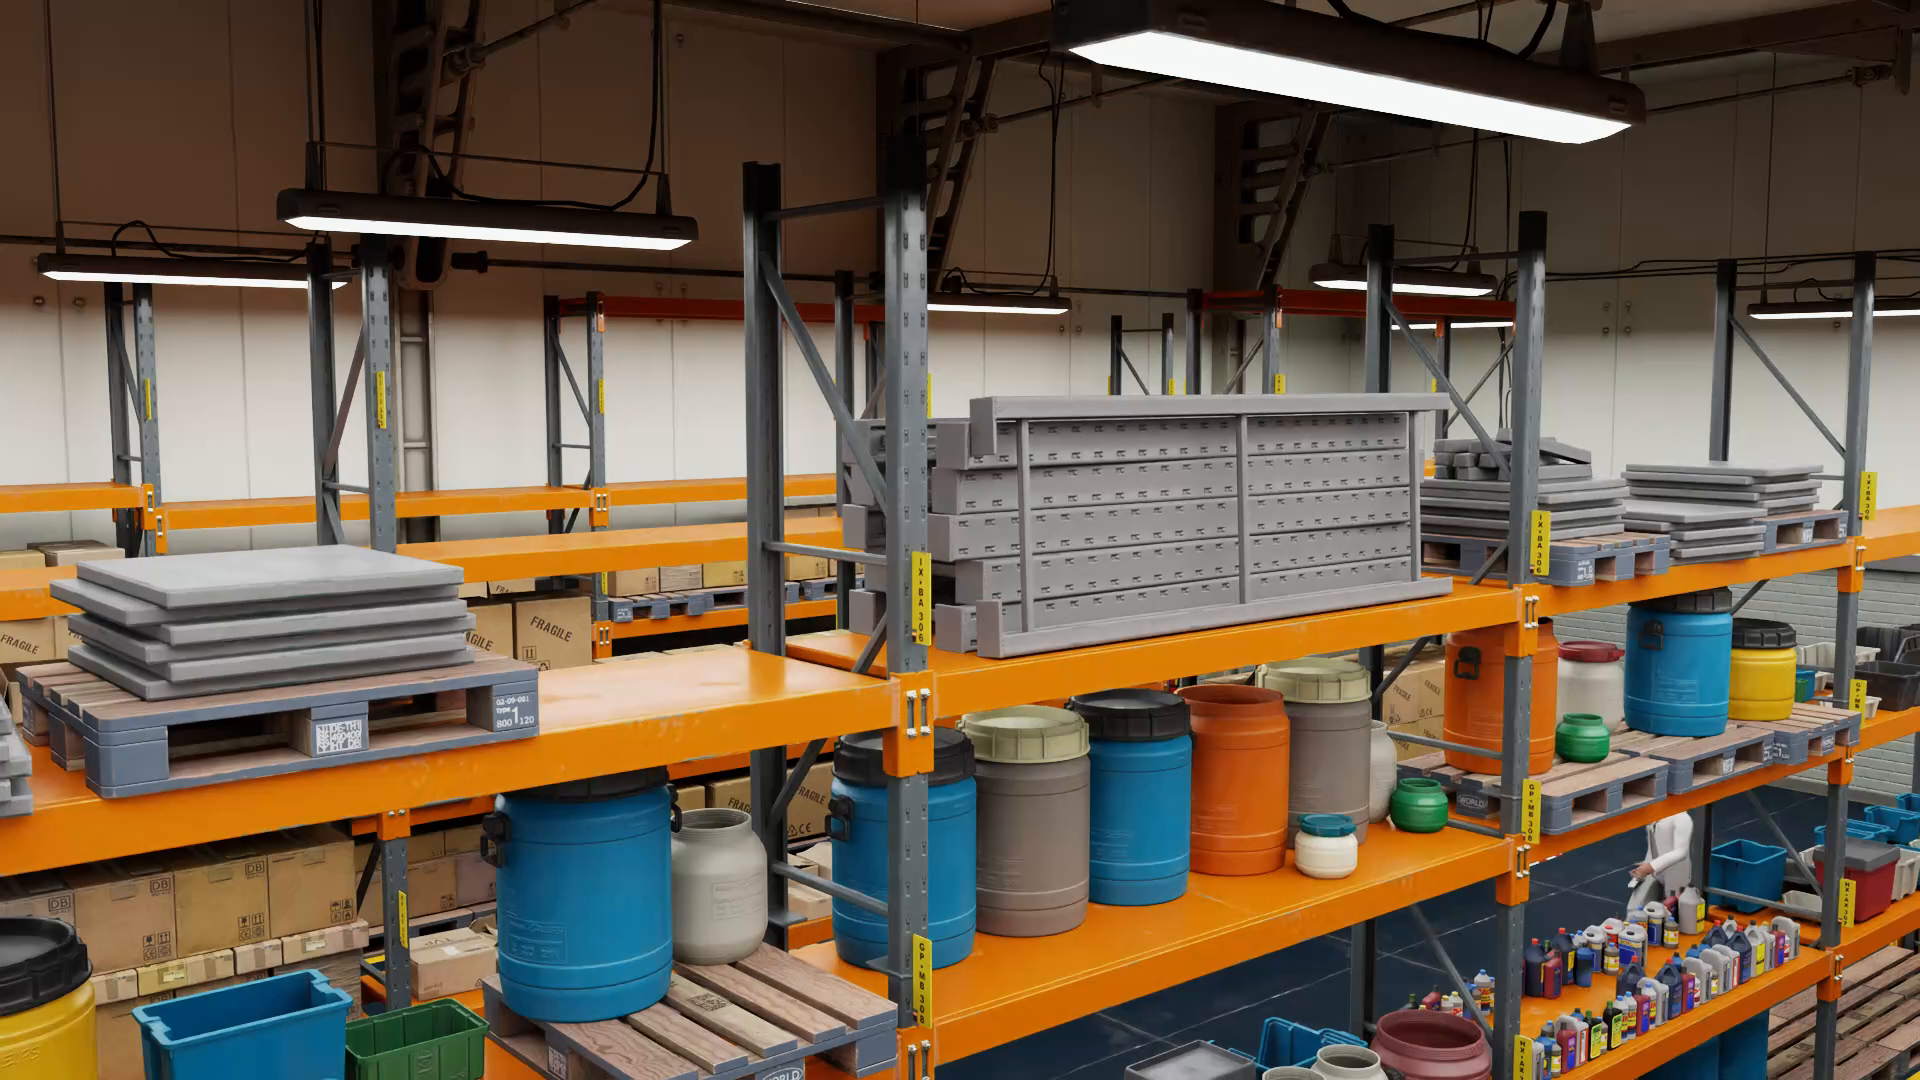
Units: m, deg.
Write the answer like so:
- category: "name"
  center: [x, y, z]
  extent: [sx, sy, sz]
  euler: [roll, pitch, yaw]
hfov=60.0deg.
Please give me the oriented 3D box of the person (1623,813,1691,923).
- category: "person"
  center: [6.117, 2.941, 14.435]
  extent: [1.027, 1.778, 0.555]
  euler: [-4, 7, -35]
